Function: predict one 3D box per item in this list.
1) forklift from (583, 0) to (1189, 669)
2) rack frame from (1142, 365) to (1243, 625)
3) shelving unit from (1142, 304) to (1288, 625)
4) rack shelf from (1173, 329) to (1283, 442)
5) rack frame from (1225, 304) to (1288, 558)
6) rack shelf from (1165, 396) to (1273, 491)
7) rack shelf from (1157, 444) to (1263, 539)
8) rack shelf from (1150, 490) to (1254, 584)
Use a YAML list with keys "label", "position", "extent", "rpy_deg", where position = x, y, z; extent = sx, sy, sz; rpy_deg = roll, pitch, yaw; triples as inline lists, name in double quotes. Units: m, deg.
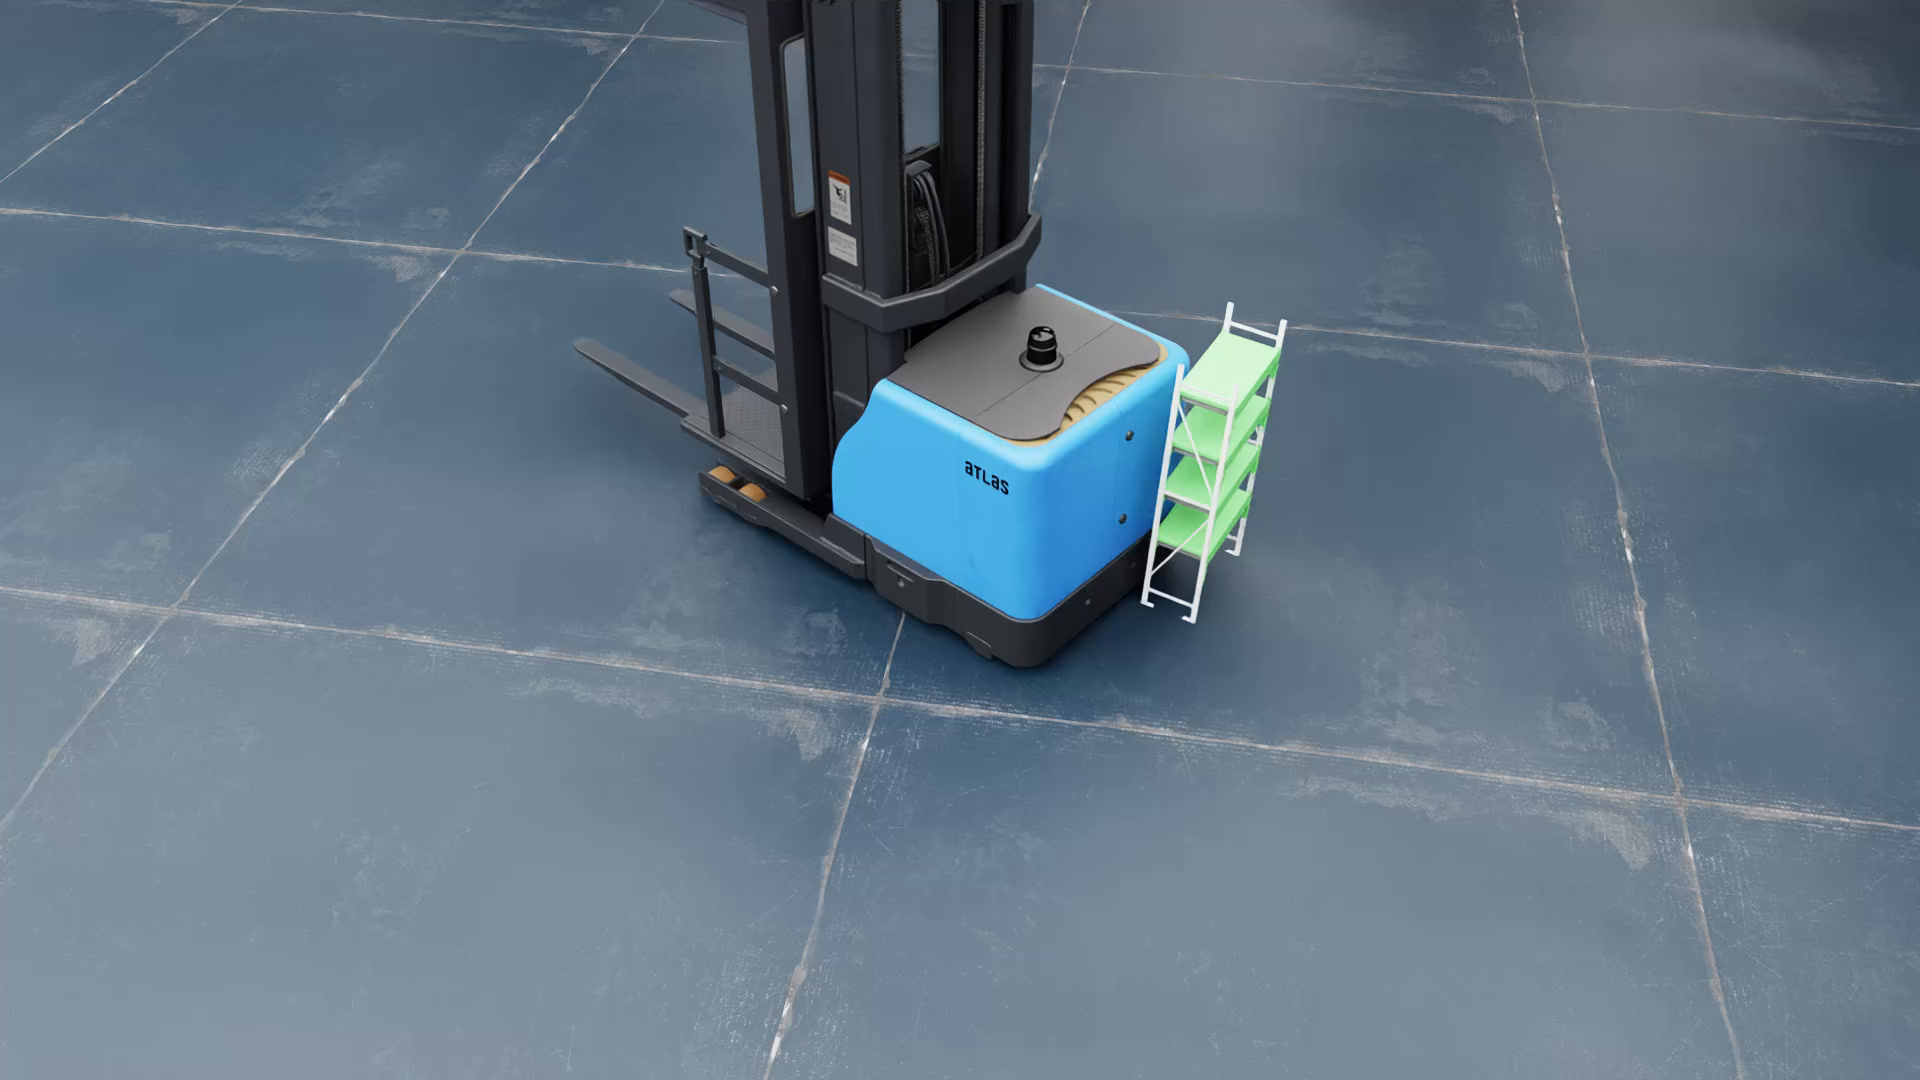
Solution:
- label: "forklift"
  position: [-0.511, -1.445, 6.697]
  extent: [3.031, 2.935, 1.130]
  rpy_deg: [31, 49, 32]
- label: "rack frame"
  position: [0.893, -0.147, 6.476]
  extent: [0.240, 1.200, 0.015]
  rpy_deg: [21, 44, 19]
- label: "shelving unit"
  position: [1.009, -0.284, 6.642]
  extent: [0.258, 1.200, 0.503]
  rpy_deg: [21, 44, 19]
- label: "rack shelf"
  position: [1.027, -0.598, 6.369]
  extent: [0.258, 0.148, 0.480]
  rpy_deg: [21, 44, 19]
- label: "rack frame"
  position: [1.125, -0.421, 6.807]
  extent: [0.240, 1.200, 0.015]
  rpy_deg: [21, 44, 19]
- label: "rack shelf"
  position: [1.017, -0.417, 6.526]
  extent: [0.258, 0.148, 0.480]
  rpy_deg: [21, 44, 19]
- label: "rack shelf"
  position: [1.006, -0.236, 6.683]
  extent: [0.258, 0.148, 0.480]
  rpy_deg: [21, 44, 19]
- label: "rack shelf"
  position: [0.996, -0.055, 6.841]
  extent: [0.258, 0.148, 0.480]
  rpy_deg: [21, 44, 19]
